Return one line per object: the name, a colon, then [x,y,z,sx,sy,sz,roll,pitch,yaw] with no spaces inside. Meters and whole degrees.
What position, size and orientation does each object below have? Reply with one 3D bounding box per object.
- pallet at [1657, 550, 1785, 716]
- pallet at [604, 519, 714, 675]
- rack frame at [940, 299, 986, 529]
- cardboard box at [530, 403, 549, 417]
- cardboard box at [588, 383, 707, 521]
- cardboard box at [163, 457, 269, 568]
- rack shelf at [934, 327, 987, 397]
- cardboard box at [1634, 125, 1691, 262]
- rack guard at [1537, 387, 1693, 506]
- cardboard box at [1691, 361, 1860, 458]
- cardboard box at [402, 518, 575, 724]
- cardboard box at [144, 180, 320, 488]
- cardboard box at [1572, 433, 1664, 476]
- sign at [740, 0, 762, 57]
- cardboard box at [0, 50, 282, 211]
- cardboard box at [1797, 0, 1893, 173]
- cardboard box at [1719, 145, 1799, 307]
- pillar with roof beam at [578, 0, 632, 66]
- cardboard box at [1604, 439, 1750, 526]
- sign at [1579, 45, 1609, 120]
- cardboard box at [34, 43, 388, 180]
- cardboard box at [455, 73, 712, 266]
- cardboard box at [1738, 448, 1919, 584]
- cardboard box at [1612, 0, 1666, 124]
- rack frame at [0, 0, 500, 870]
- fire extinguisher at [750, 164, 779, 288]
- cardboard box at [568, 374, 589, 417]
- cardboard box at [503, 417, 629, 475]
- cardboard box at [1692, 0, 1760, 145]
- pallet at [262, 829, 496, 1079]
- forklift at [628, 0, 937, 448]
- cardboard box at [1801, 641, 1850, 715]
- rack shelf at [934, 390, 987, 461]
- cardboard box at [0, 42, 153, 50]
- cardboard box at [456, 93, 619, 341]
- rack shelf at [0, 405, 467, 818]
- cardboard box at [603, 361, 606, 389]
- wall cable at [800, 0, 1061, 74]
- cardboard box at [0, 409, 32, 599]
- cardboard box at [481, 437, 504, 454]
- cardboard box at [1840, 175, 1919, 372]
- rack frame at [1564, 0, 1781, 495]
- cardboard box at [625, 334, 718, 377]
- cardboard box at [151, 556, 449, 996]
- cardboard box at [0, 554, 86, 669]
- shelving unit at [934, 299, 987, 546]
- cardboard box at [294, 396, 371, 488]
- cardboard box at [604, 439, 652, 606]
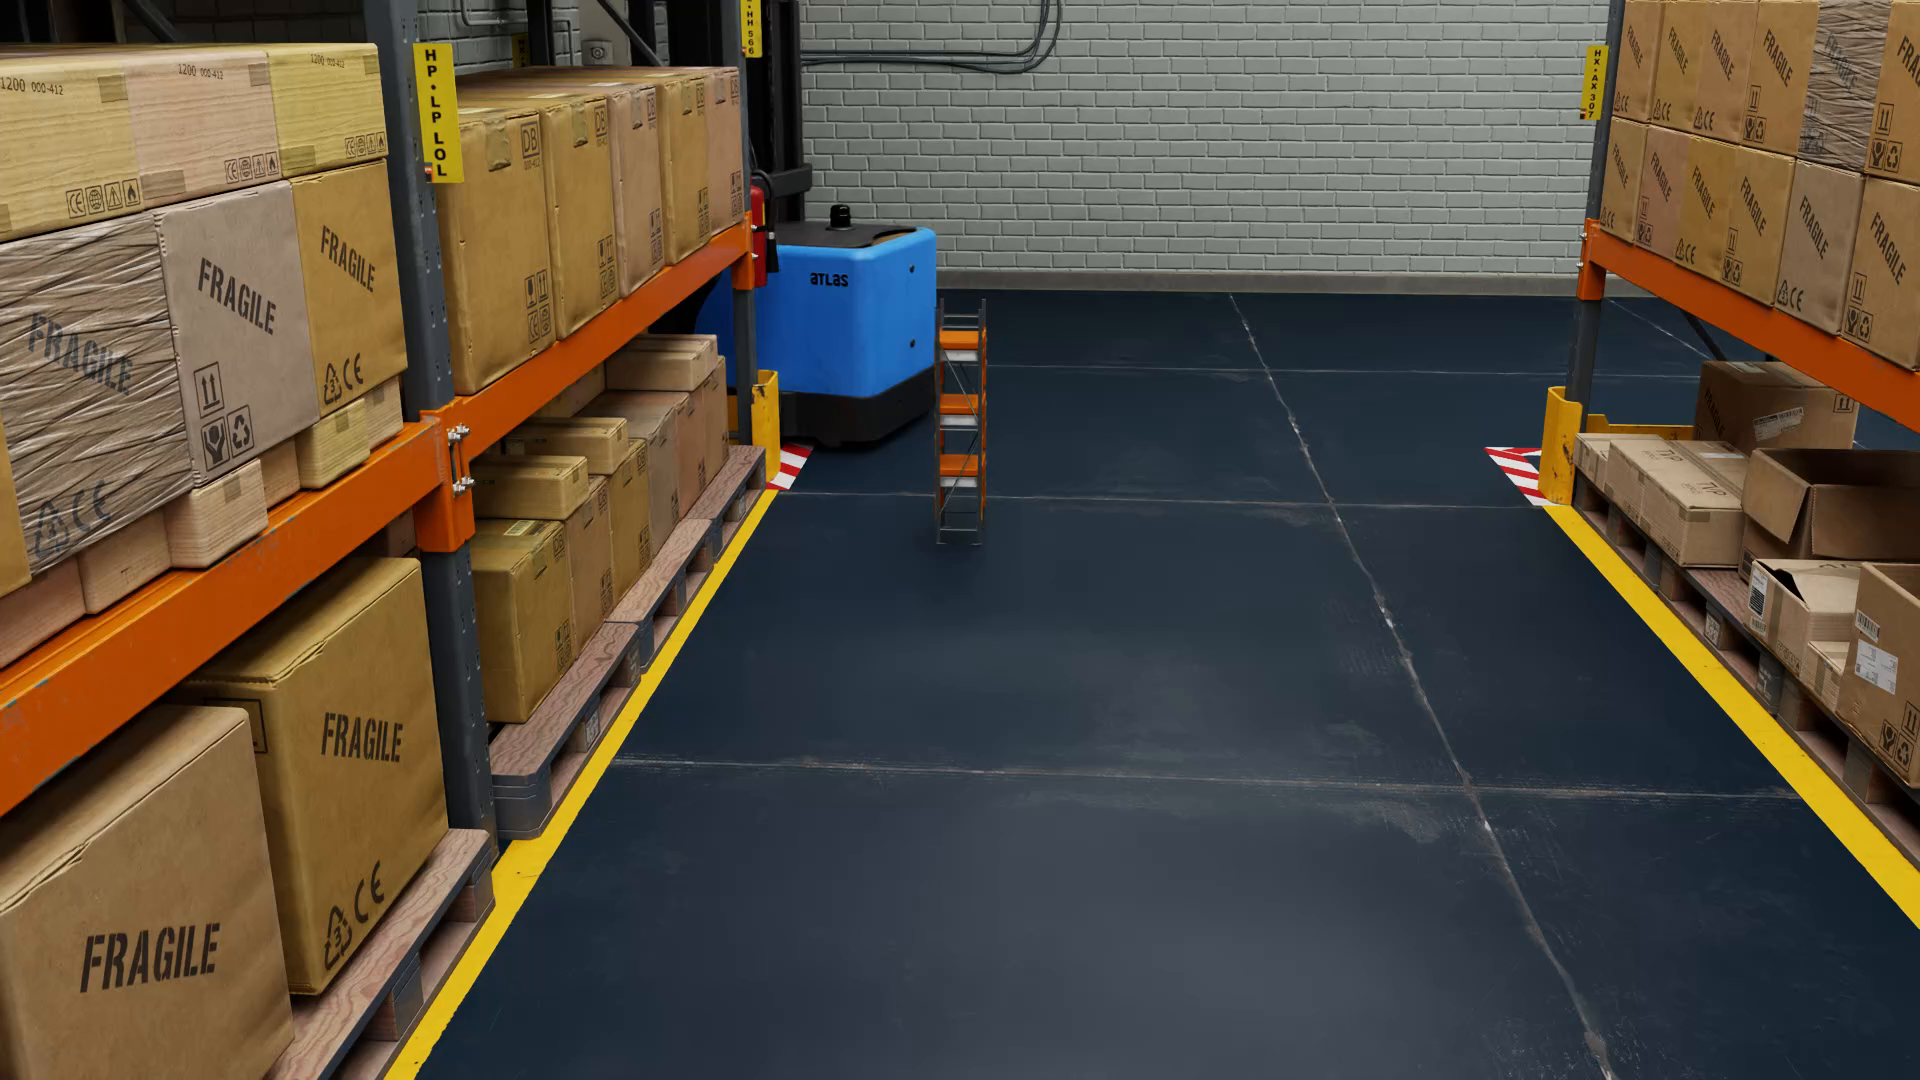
pallet: [3.276,0.319,6.111,1.003,0.211,1.213,1,18,4]
pallet: [-1.583,0.188,6.510,1.003,0.211,1.213,1,18,4]
rack frame: [0.013,-0.553,7.426,0.200,1.050,0.008,1,18,4]
cardboard box: [-1.763,-0.436,6.235,0.380,0.149,0.250,1,18,3]
cardboard box: [-1.500,-0.402,7.171,0.700,0.500,0.500,1,18,4]
cardboard box: [-1.561,-0.060,3.159,0.380,0.149,0.250,1,18,4]
rack shelf: [0.004,-0.775,7.225,0.215,0.259,0.240,1,18,4]
cardboard box: [3.101,-1.411,6.750,0.500,0.500,0.500,1,18,3]
rack guard: [3.422,-0.444,7.975,1.175,0.500,0.348,1,18,4]
cardboard box: [3.634,-0.502,7.447,0.500,0.500,0.500,1,18,4]
cardboard box: [-1.645,0.236,5.226,0.700,0.500,0.500,2,18,5]
cardboard box: [-1.609,-0.413,3.197,0.500,0.500,0.500,1,18,4]
cardboard box: [3.054,-0.387,7.660,0.380,0.149,0.250,1,18,4]
sign: [-0.974,-2.411,7.725,0.100,0.325,0.005,1,18,4]
cardboard box: [-1.625,-0.768,3.075,0.500,0.250,0.500,2,18,5]
cardboard box: [2.989,-1.414,5.156,0.500,0.500,0.500,1,18,4]
cardboard box: [3.024,-1.100,5.801,0.500,0.500,0.500,2,18,5]
pillar with roof beam: [2.111,-5.378,9.383,9.100,9.000,0.400,1,18,4]
cardboard box: [3.069,-0.240,7.048,0.500,0.250,0.500,1,18,4]
sign: [2.886,-2.079,7.560,0.100,0.325,0.005,1,18,4]
cardboard box: [-1.579,-0.927,3.559,0.500,0.250,0.500,2,18,5]
cardboard box: [-1.582,-1.523,6.771,0.980,0.700,0.700,1,18,3]
cardboard box: [3.270,-0.020,5.968,0.797,0.503,0.637,1,18,4]
cardboard box: [3.132,-2.046,7.084,0.500,0.500,0.500,2,18,6]
rack frame: [-1.801,-0.523,4.201,1.000,3.000,0.127,1,18,4]
fire extinguisher: [-1.043,-1.587,8.174,0.296,0.674,0.183,1,18,4]
cardboard box: [-1.726,-0.594,6.718,0.380,0.149,0.250,2,18,5]
cardboard box: [-1.401,-0.337,5.932,0.380,0.149,0.250,1,18,2]
cardboard box: [3.062,-1.728,6.114,0.500,0.500,0.500,2,18,5]
pallet: [-1.781,1.044,3.898,1.003,0.211,1.213,1,18,4]
forklift: [-1.689,-2.151,9.280,3.031,2.935,1.130,7,19,20]
cardboard box: [2.865,0.431,5.161,0.380,0.149,0.250,1,18,4]
rack shelf: [0.004,-0.505,7.314,0.215,0.259,0.240,1,18,4]
cardboard box: [-2.094,-0.940,3.601,0.500,0.250,0.500,2,18,6]
cardboard box: [-1.688,-1.060,5.358,0.980,0.700,0.700,1,18,3]
rack shelf: [-1.944,0.440,2.417,1.077,0.370,4.000,1,18,4]
cardboard box: [-1.690,-0.751,7.196,0.380,0.149,0.250,1,18,4]
wall cable: [-0.752,-4.889,12.878,3.097,2.526,0.112,1,18,4]
cardboard box: [-1.684,-0.102,2.247,0.500,0.500,0.500,2,18,5]
cardboard box: [-1.799,-0.277,5.751,0.380,0.149,0.250,1,18,2]
cardboard box: [2.956,-0.782,4.831,0.500,0.500,0.500,2,18,5]
rack frame: [3.427,-1.655,7.658,1.000,3.000,0.127,1,18,4]
cardboard box: [-1.292,-0.821,7.410,0.380,0.149,0.250,1,18,3]
cardboard box: [-1.718,0.504,3.845,0.750,0.750,0.750,1,18,5]
cardboard box: [-1.677,0.092,2.696,0.380,0.149,0.250,1,18,2]
shelving unit: [0.004,-0.516,7.310,0.215,1.050,0.252,1,18,4]
cardboard box: [-1.537,-0.222,3.656,0.380,0.149,0.250,2,18,5]
cardboard box: [-1.567,-0.080,6.189,0.700,0.500,0.500,2,18,5]
